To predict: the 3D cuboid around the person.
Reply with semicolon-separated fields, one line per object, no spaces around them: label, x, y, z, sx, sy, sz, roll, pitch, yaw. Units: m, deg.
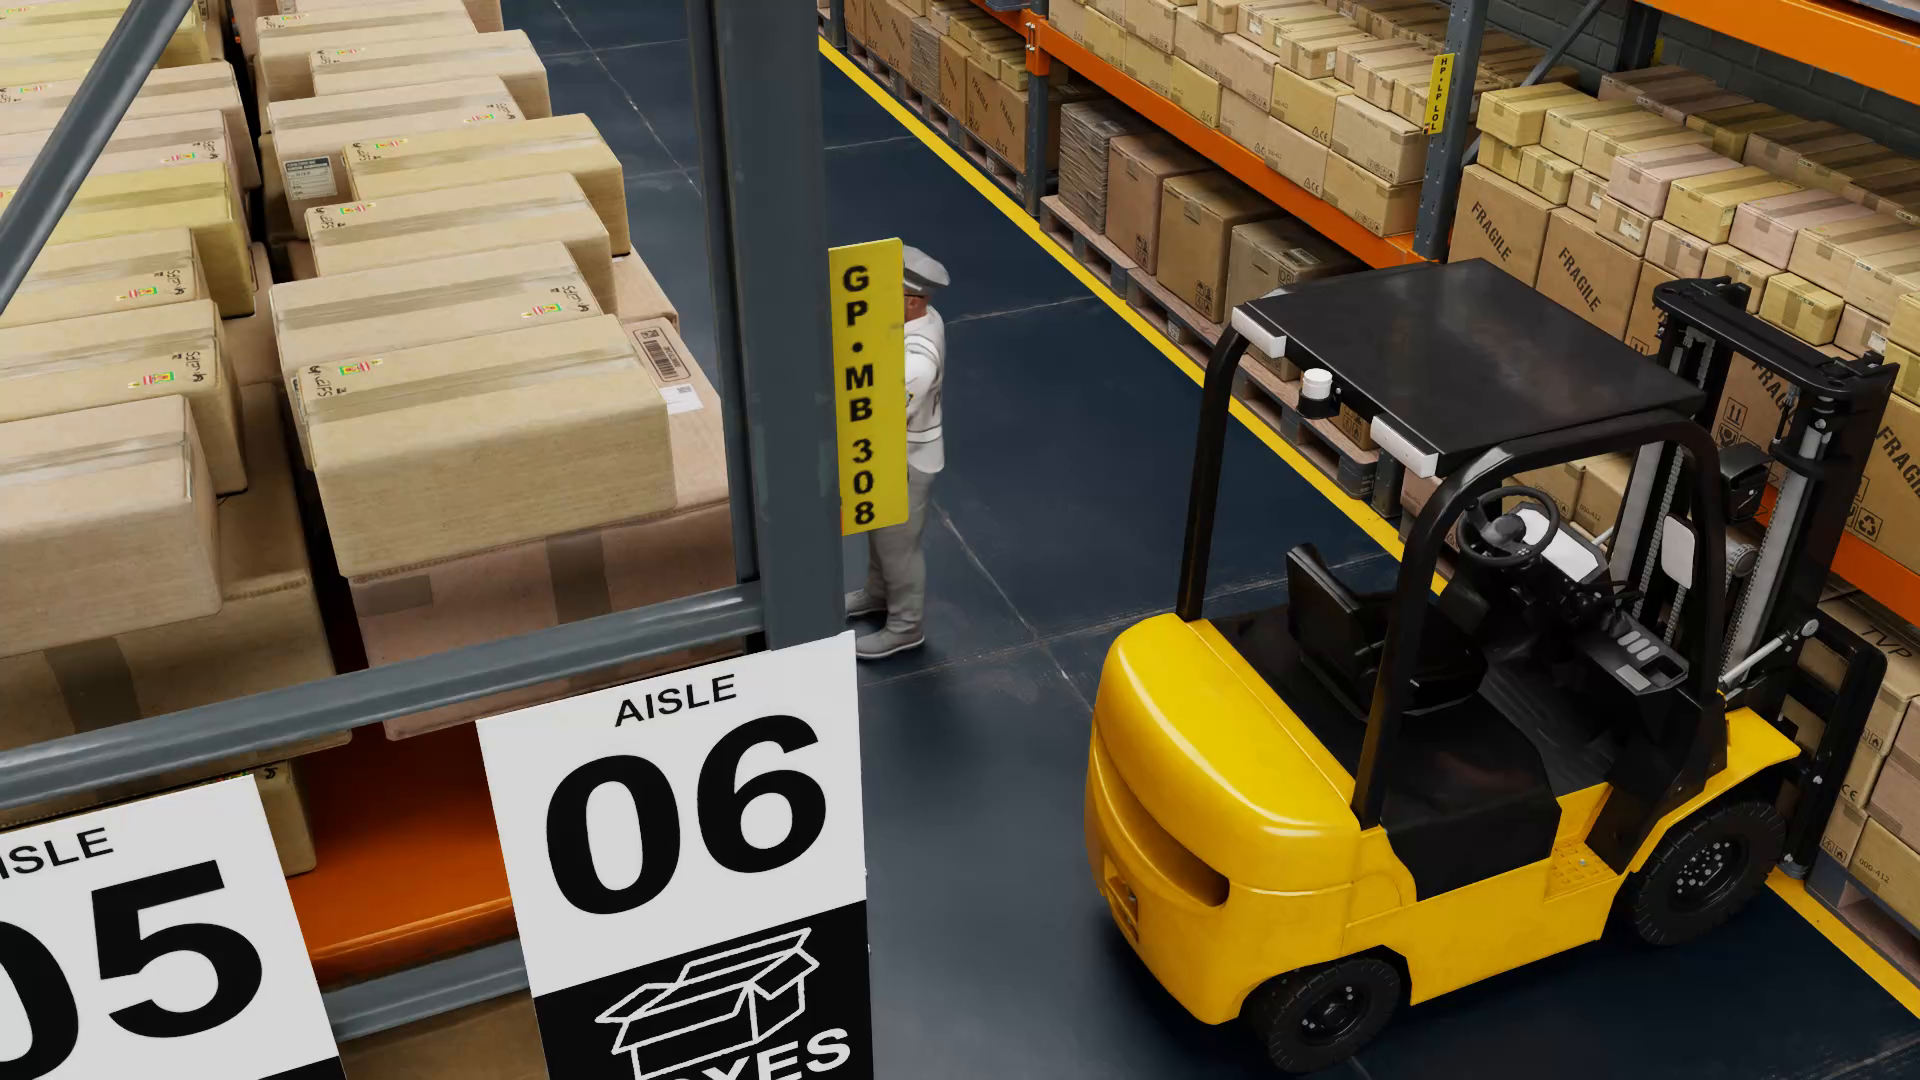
person;-0.305;-0.341;6.617;0.532;1.786;0.531;-1;33;-2
